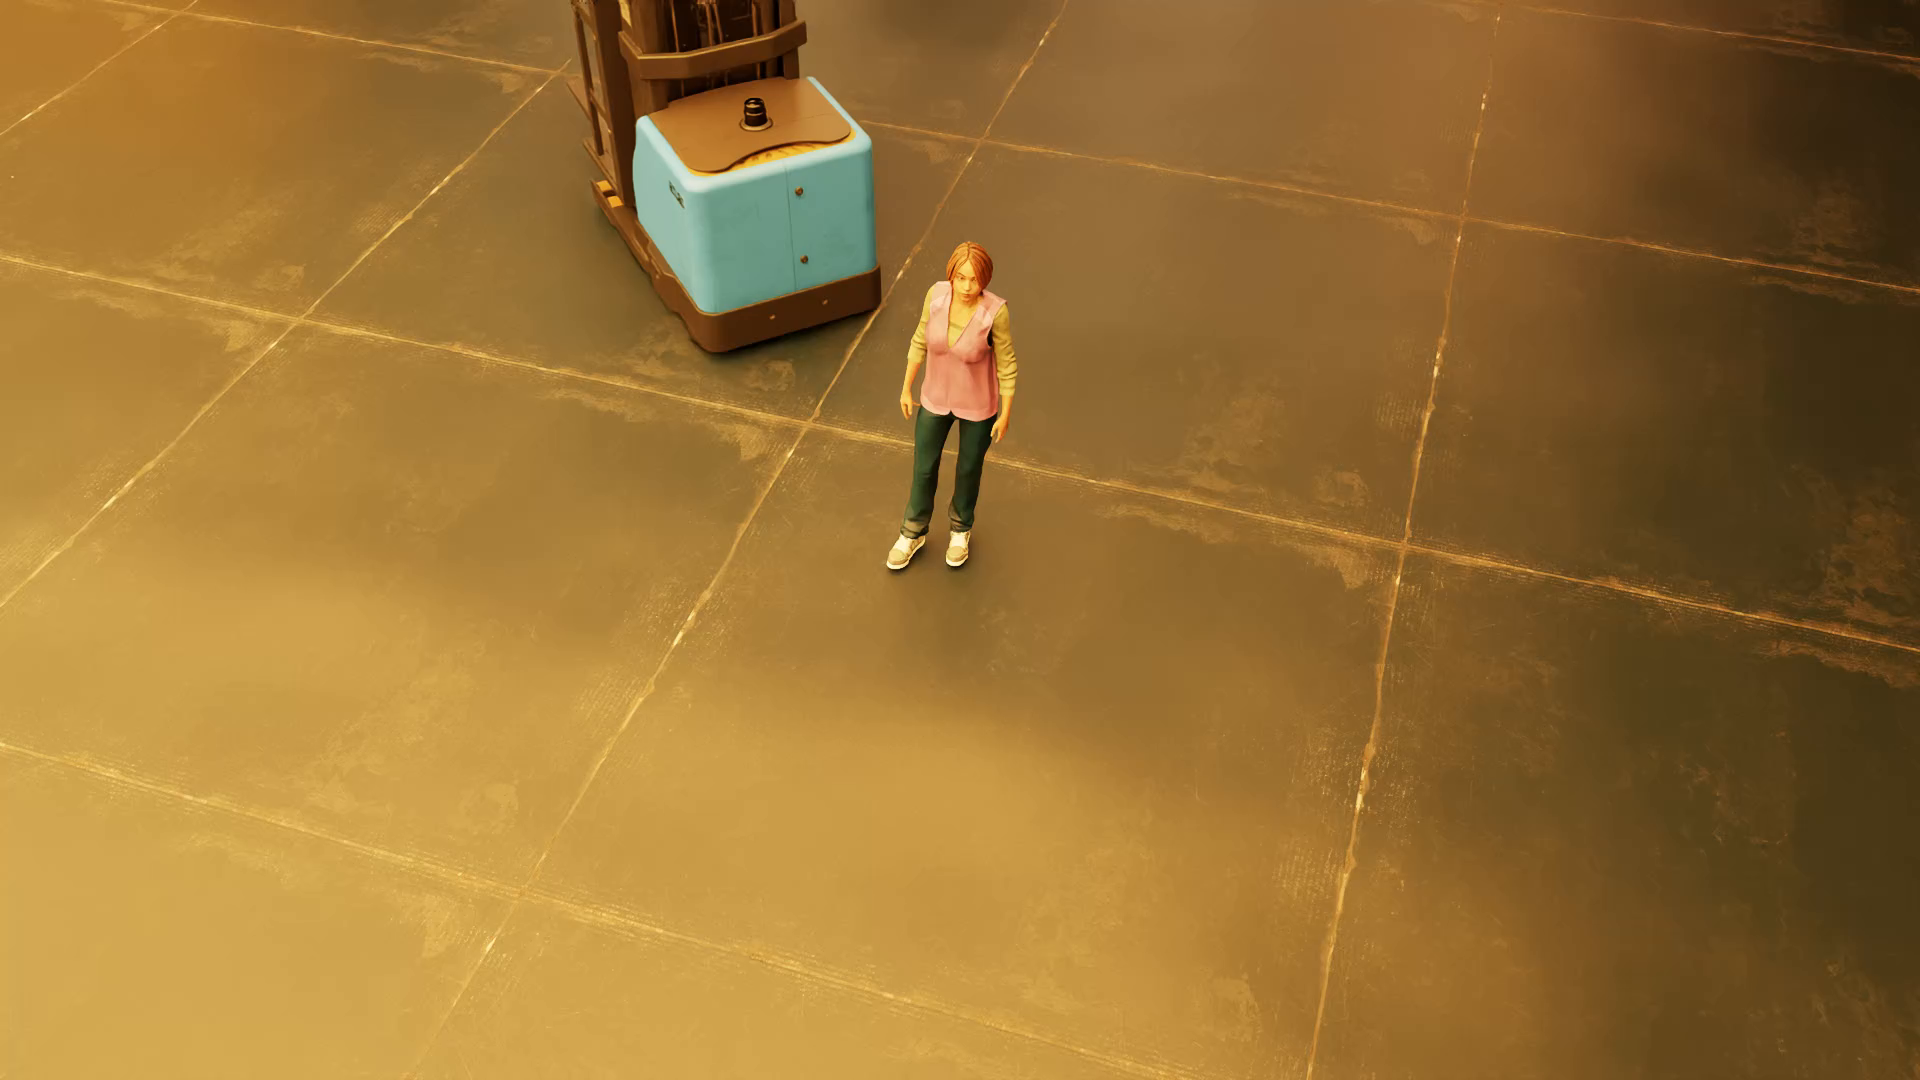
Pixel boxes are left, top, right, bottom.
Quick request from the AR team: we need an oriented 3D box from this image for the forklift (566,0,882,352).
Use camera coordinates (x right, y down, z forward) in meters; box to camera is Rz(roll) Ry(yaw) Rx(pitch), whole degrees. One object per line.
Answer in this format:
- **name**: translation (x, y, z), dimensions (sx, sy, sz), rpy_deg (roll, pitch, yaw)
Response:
- **forklift**: translation (-1.549, -3.070, 8.989), dimensions (1.130, 2.935, 3.031), rpy_deg (-19, 46, -19)

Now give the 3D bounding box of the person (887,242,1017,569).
- **person**: translation (-0.035, -0.545, 7.244), dimensions (0.520, 1.596, 0.475), rpy_deg (12, 44, 13)
